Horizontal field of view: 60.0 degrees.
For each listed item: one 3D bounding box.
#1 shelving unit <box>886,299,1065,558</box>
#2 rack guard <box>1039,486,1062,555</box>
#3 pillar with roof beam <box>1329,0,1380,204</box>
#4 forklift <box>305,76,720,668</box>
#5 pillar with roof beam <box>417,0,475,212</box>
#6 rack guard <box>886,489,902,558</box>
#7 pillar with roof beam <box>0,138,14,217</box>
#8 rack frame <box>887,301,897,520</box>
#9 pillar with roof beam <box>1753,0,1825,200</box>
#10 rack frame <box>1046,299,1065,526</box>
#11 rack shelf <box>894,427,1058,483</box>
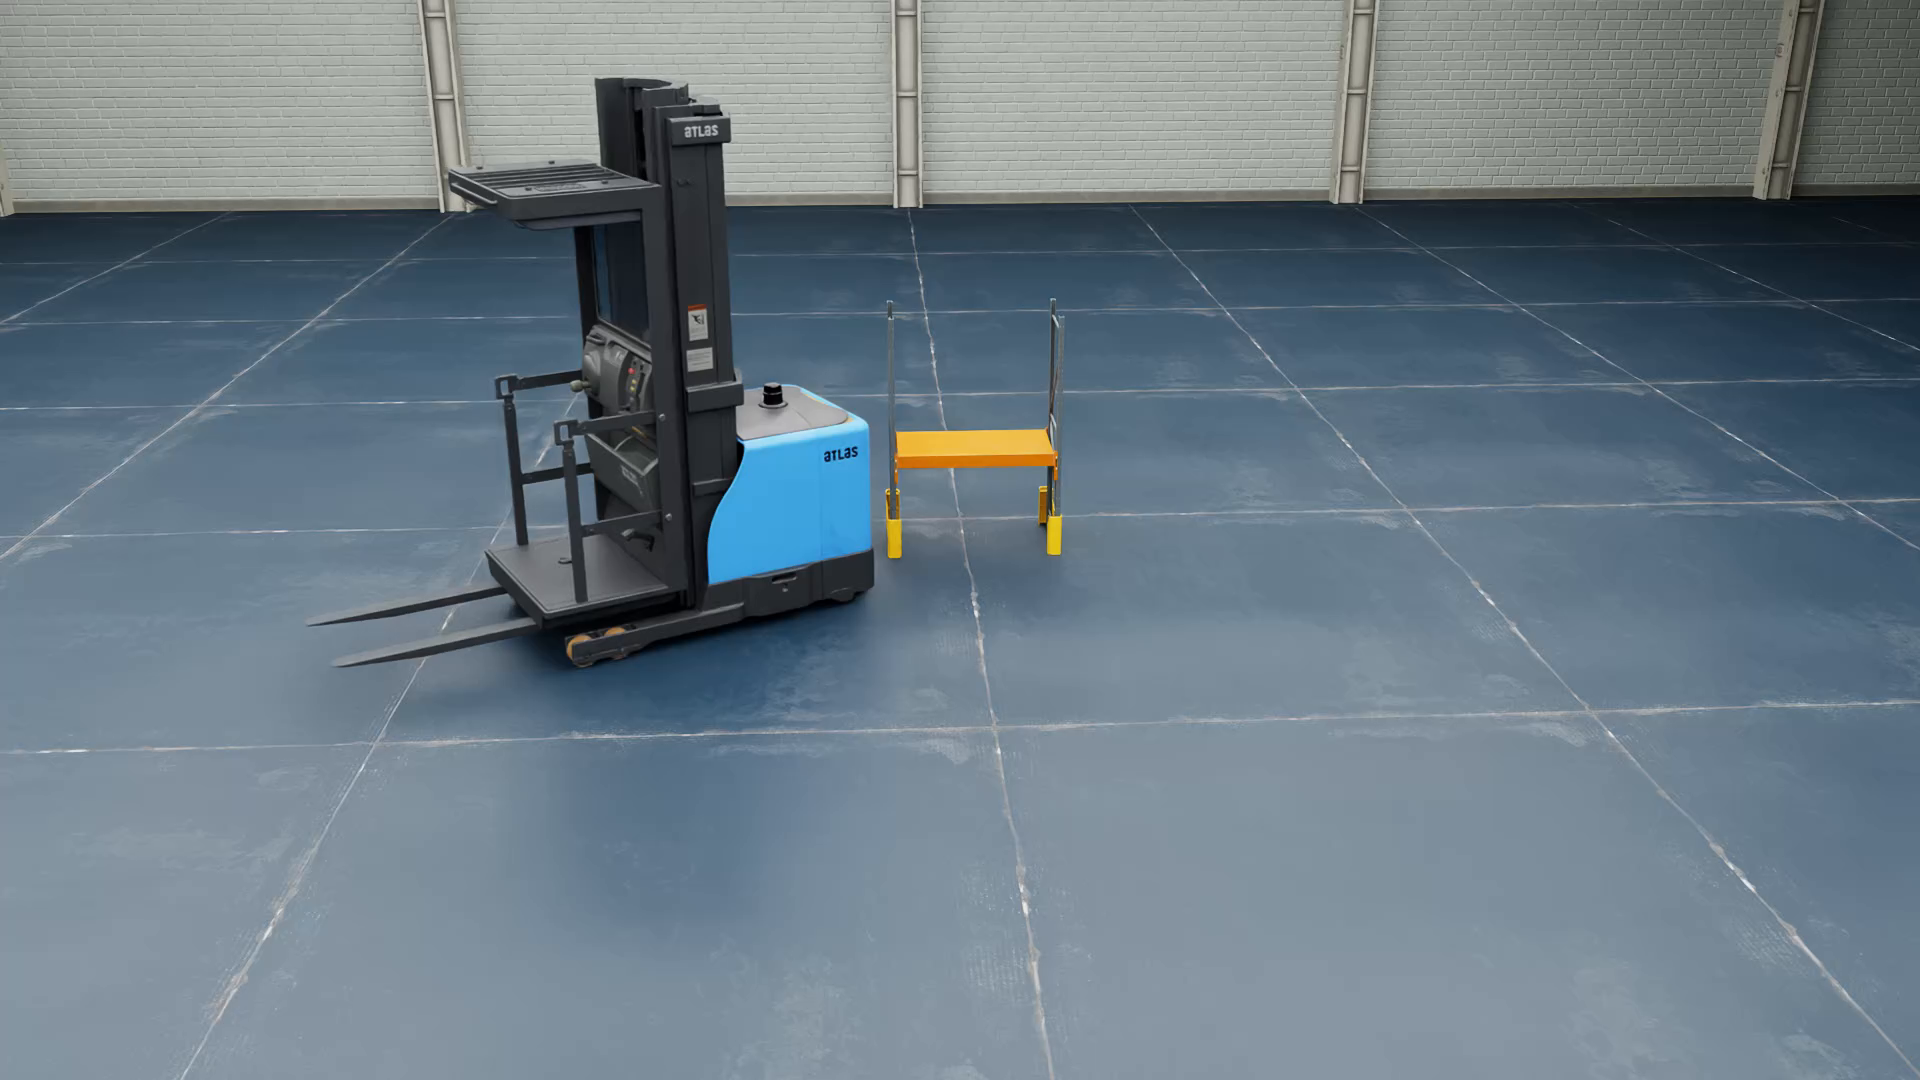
[{"bbox_3d":[0.076,-0.702,10.358,1.083,1.500,0.587,-1,21,-3],"label":"shelving unit"},{"bbox_3d":[0.573,-0.128,10.607,0.087,0.250,0.587,-1,21,-3],"label":"rack guard"},{"bbox_3d":[5.533,-7.317,17.191,0.400,9.000,9.100,-1,21,-3],"label":"pillar with roof beam"},{"bbox_3d":[-2.028,-0.909,8.890,3.031,2.935,1.121,-12,24,-29],"label":"forklift"},{"bbox_3d":[-6.448,-7.073,16.551,0.400,9.000,9.100,-1,21,-3],"label":"pillar with roof beam"},{"bbox_3d":[-0.421,-0.108,10.554,0.087,0.250,0.587,-1,21,-3],"label":"rack guard"},{"bbox_3d":[-12.438,-6.951,16.231,0.400,9.000,9.100,-1,21,-3],"label":"pillar with roof beam"},{"bbox_3d":[-0.422,-0.692,10.332,0.032,1.500,0.500,-1,21,-3],"label":"rack frame"},{"bbox_3d":[11.523,-7.438,17.511,0.400,9.000,9.100,-1,21,-3],"label":"pillar with roof beam"},{"bbox_3d":[0.593,-0.713,10.386,0.032,1.500,0.500,-1,21,-3],"label":"rack frame"},{"bbox_3d":[0.085,-0.535,10.423,1.000,0.185,0.538,-1,21,-3],"label":"rack shelf"}]
